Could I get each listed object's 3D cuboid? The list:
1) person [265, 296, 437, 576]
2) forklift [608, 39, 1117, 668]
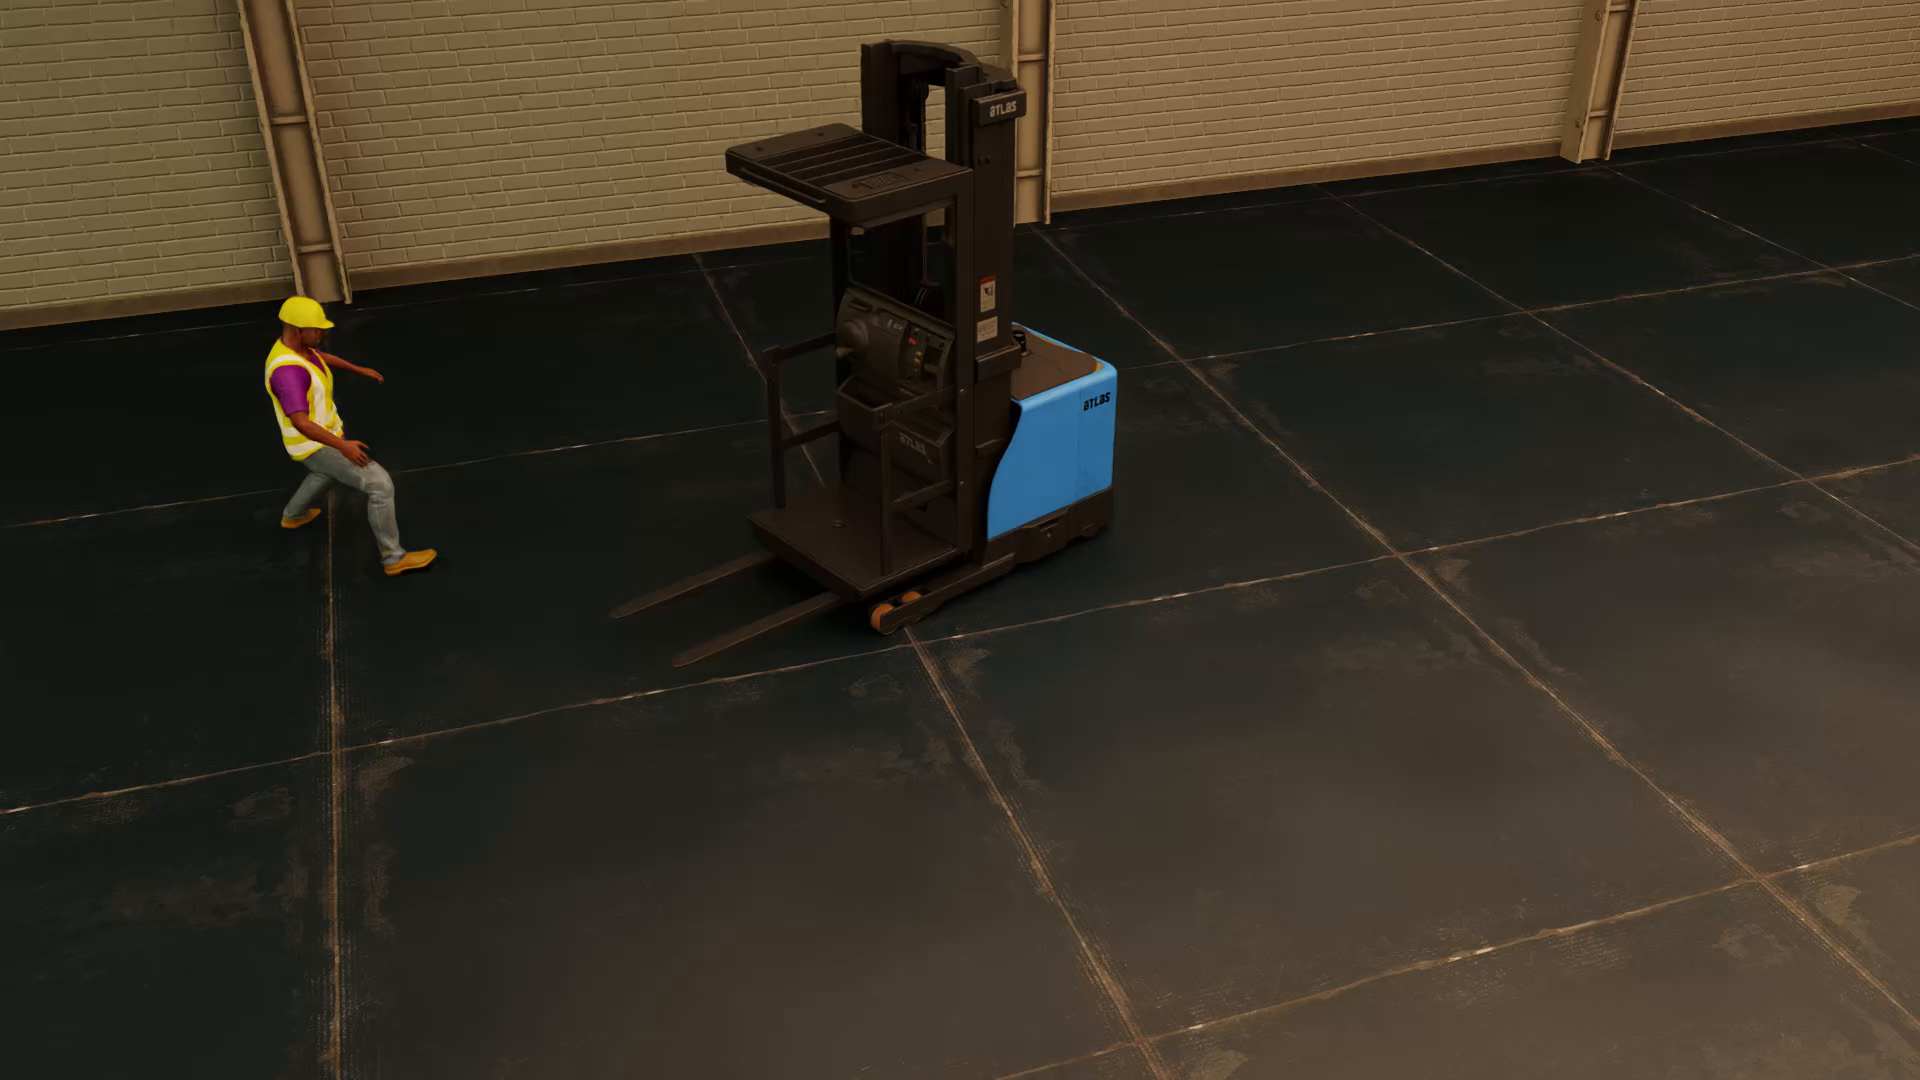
[{"bbox_3d":[-3.616,-0.667,9.633,0.928,1.611,1.027,-7,31,-13],"label":"person"},{"bbox_3d":[-0.518,-1.048,8.908,3.031,2.935,1.130,-23,37,-34],"label":"forklift"}]
